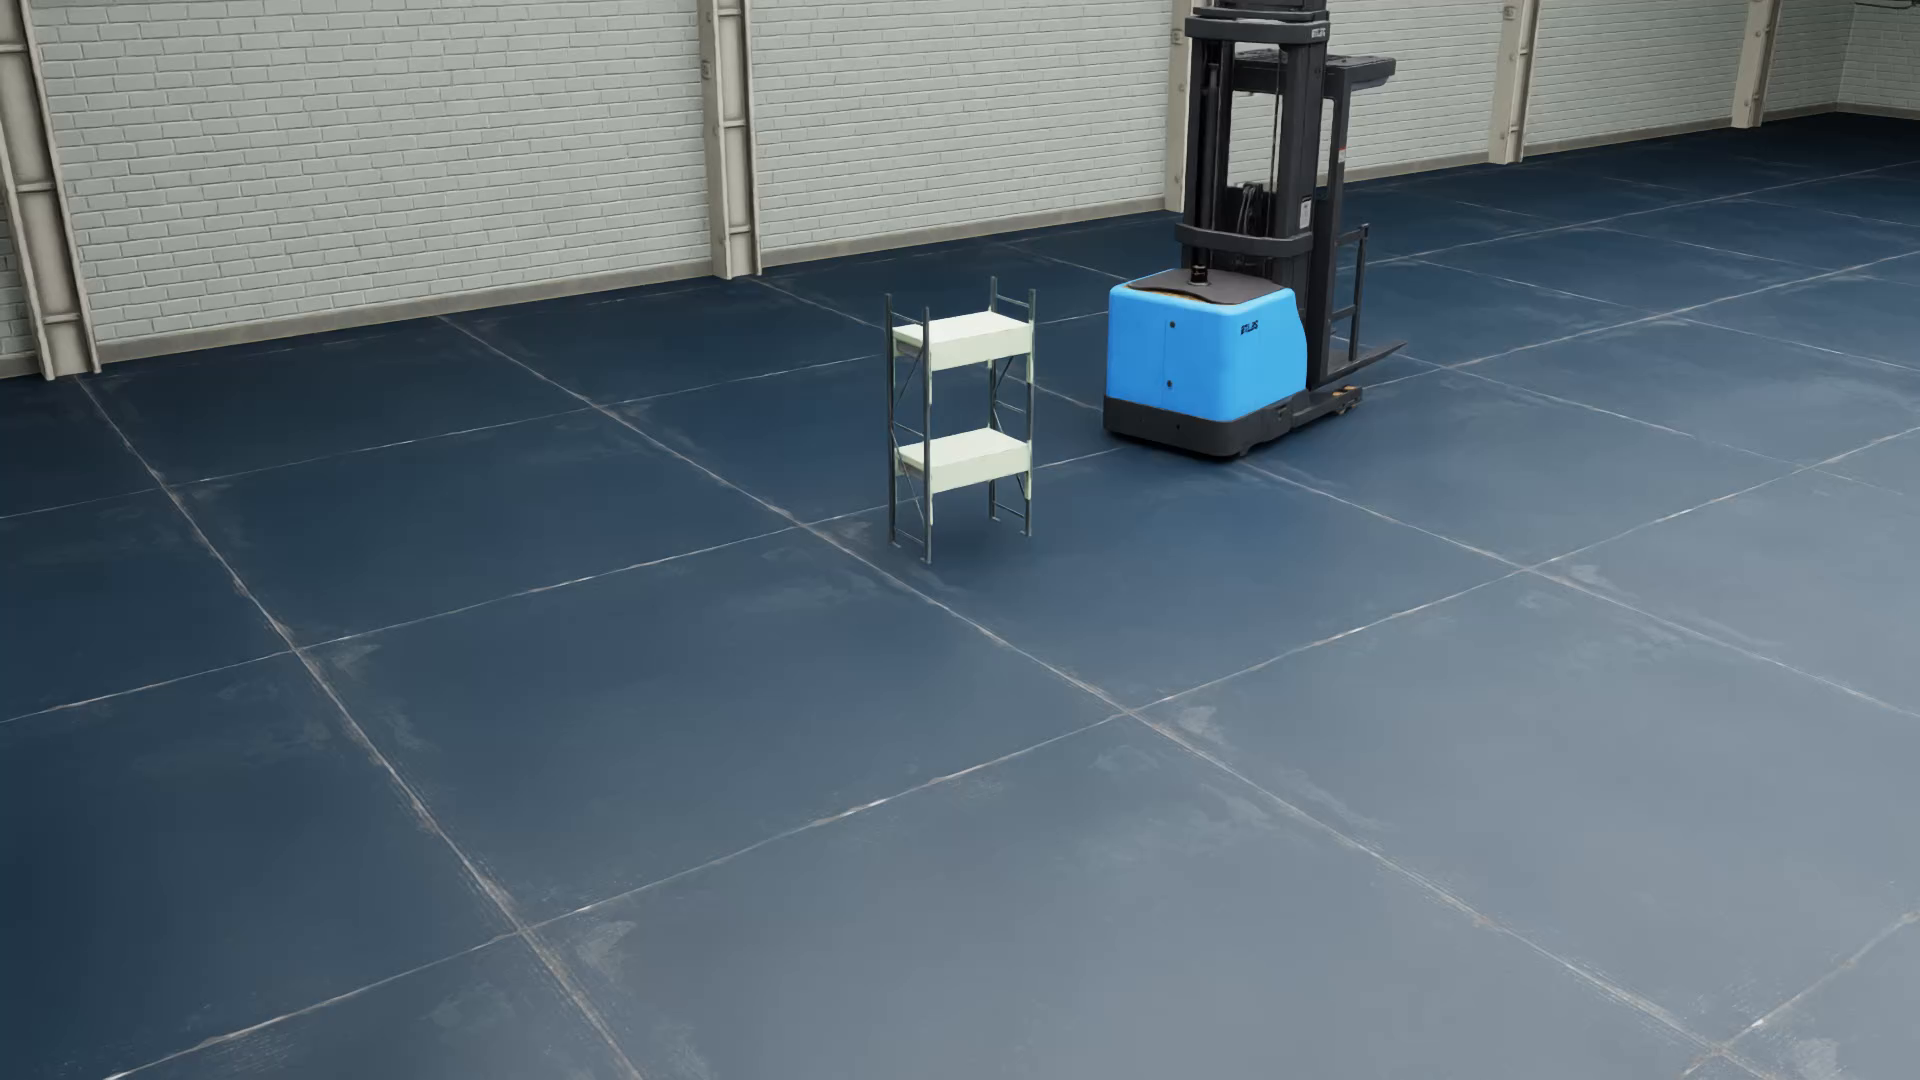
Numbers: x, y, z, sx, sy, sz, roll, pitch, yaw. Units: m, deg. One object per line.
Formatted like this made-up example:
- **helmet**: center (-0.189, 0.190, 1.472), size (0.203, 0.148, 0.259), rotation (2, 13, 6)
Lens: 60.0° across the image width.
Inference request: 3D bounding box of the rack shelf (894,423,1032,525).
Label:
- **rack shelf**: center (0.005, -0.395, 9.743), size (0.720, 0.370, 0.431), rotation (-15, 26, -33)

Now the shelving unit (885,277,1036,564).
- **shelving unit**: center (0.005, -0.698, 9.622), size (0.755, 1.500, 0.431), rotation (-15, 26, -33)

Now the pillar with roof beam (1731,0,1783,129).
- **pillar with roof beam**: center (14.914, -9.417, 21.353), size (0.400, 9.000, 9.100), rotation (-15, 26, -33)

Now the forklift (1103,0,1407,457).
- **forklift**: center (2.338, -2.391, 11.933), size (1.130, 2.935, 3.031), rotation (17, 28, 37)

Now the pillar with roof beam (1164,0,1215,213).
- **pillar with roof beam**: center (5.173, -6.819, 14.844), size (0.400, 9.000, 9.100), rotation (-15, 26, -33)

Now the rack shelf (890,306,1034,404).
- **rack shelf**: center (0.005, -1.061, 9.477), size (0.720, 0.370, 0.431), rotation (-15, 26, -33)

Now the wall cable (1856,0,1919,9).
- **wall cable**: center (15.564, -9.509, 25.775), size (0.112, 2.526, 3.097), rotation (-15, 26, -33)

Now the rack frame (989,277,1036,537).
- **rack frame**: center (0.303, -0.777, 9.821), size (0.023, 1.500, 0.400), rotation (-15, 26, -33)

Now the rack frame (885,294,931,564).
- **rack frame**: center (-0.292, -0.619, 9.424), size (0.023, 1.500, 0.400), rotation (-15, 26, -33)

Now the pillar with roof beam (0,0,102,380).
- **pillar with roof beam**: center (-4.568, -4.222, 8.335), size (0.400, 9.000, 9.100), rotation (-15, 26, -33)

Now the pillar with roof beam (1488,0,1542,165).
- **pillar with roof beam**: center (10.044, -8.118, 18.098), size (0.400, 9.000, 9.100), rotation (-15, 26, -33)

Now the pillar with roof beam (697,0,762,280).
- **pillar with roof beam**: center (0.303, -5.521, 11.589), size (0.400, 9.000, 9.100), rotation (-15, 26, -33)
